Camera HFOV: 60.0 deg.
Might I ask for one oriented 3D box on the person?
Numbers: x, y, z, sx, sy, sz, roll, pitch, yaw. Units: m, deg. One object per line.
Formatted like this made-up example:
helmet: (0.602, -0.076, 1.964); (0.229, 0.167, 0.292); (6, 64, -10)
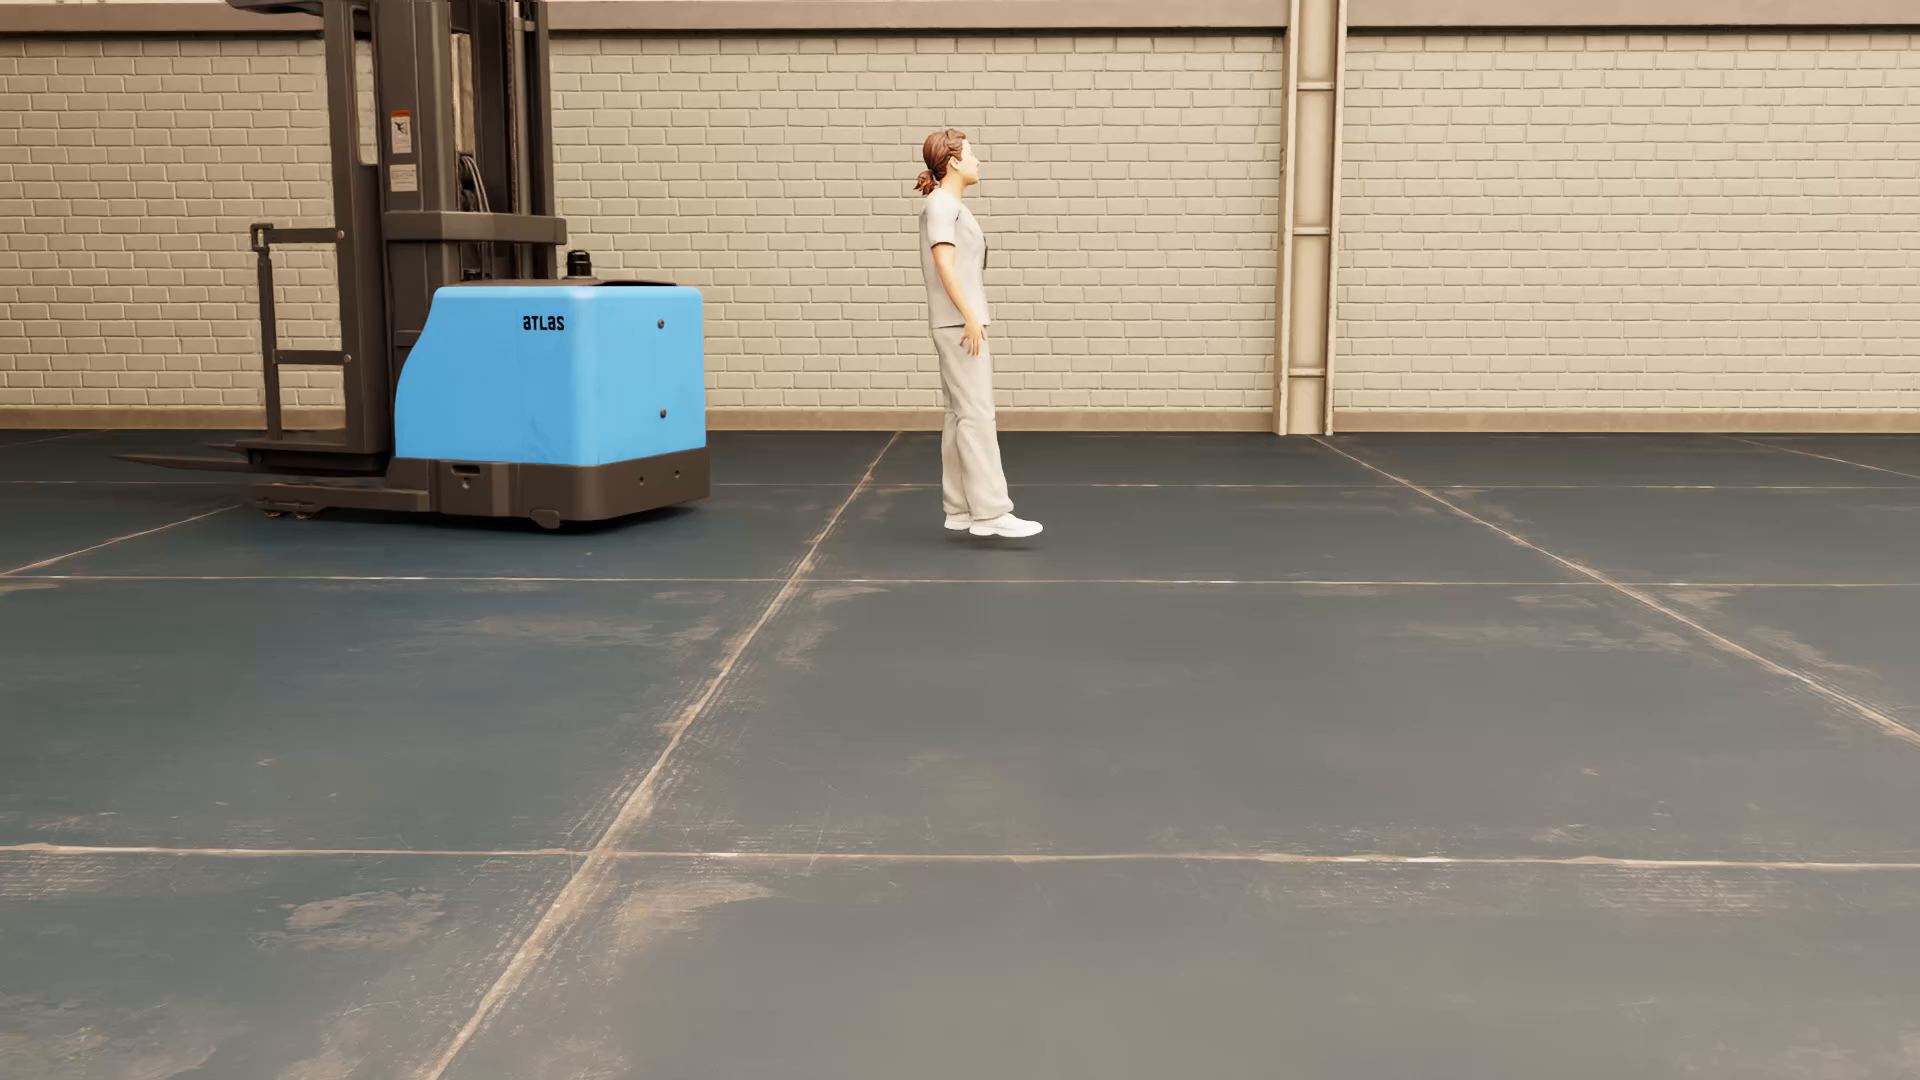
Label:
person: (0.073, -0.873, 6.979); (0.549, 1.675, 0.550); (0, 9, 1)

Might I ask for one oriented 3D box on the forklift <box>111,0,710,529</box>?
forklift: (-2.778, -1.614, 7.985); (3.031, 2.935, 1.130); (4, 9, 22)
